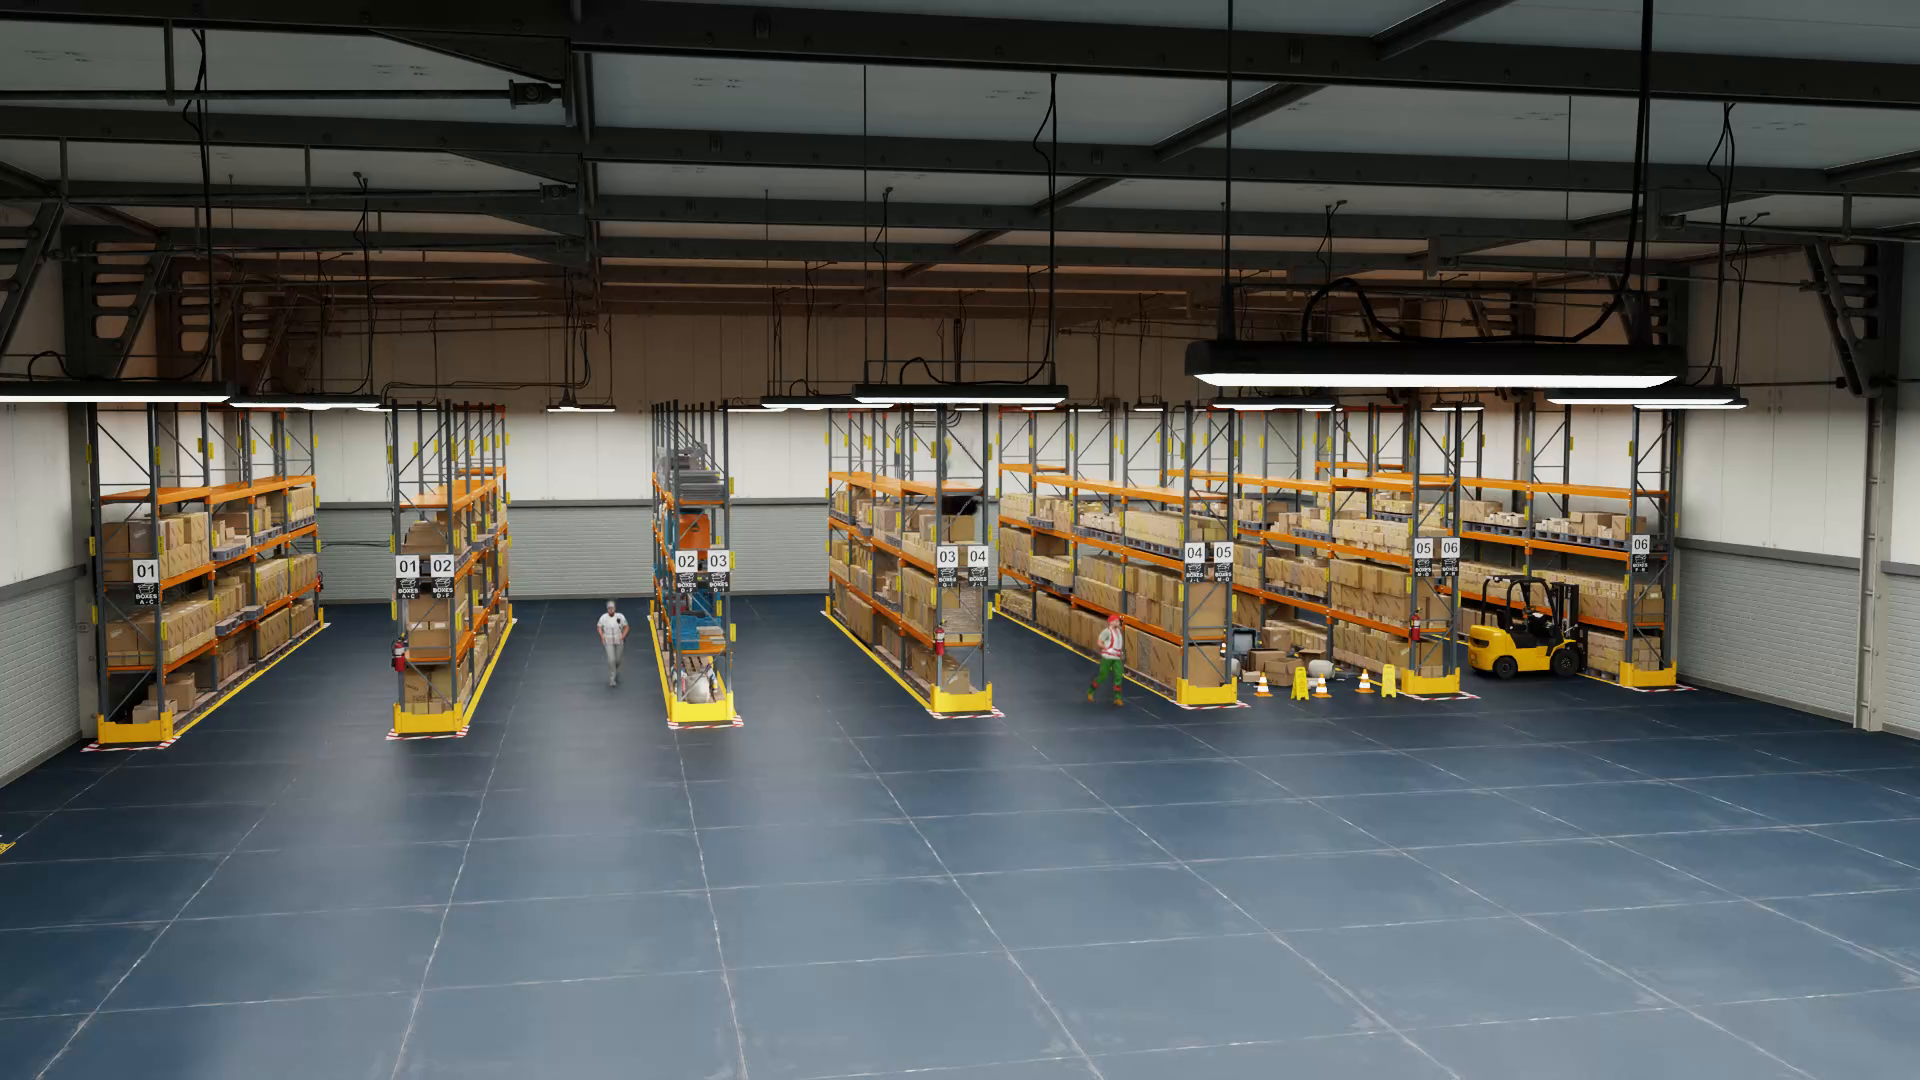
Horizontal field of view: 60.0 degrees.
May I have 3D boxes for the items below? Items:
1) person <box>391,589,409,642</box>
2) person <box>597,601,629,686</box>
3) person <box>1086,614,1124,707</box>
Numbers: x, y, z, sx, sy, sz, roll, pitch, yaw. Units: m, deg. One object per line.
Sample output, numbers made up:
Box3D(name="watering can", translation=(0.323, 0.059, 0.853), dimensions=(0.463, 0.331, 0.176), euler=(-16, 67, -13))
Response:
Box3D(name="person", translation=(-13.969, 1.760, 41.719), dimensions=(0.549, 1.638, 0.558), euler=(-2, 5, -21))
Box3D(name="person", translation=(-7.404, 2.179, 35.517), dimensions=(0.658, 1.800, 0.786), euler=(-1, 4, -14))
Box3D(name="person", translation=(3.011, 2.352, 32.793), dimensions=(0.725, 1.772, 0.966), euler=(-3, 5, -37))
